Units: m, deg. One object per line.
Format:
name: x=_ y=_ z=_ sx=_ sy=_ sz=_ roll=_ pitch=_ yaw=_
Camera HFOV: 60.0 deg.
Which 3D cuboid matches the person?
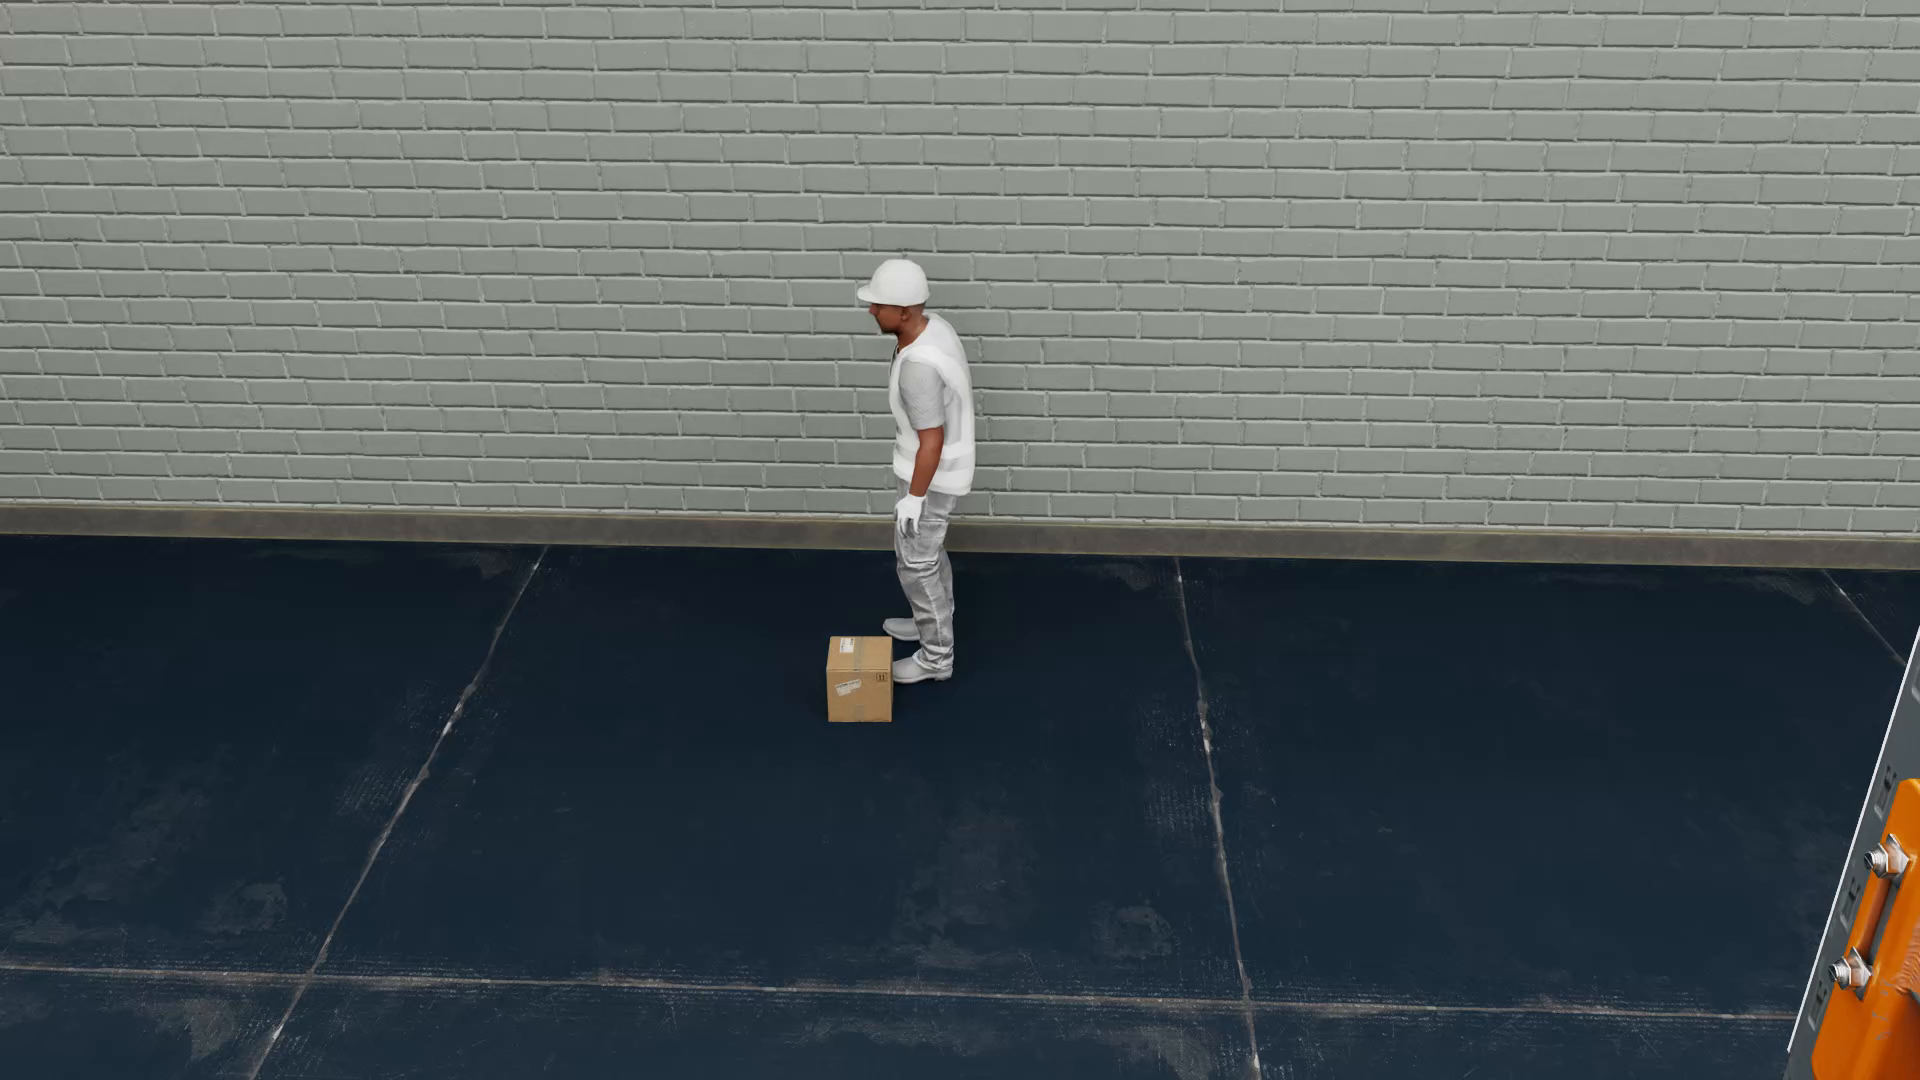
person: x=-0.164 y=-0.268 z=6.618 sx=0.449 sy=1.775 sz=0.633 roll=0 pitch=28 yaw=0
